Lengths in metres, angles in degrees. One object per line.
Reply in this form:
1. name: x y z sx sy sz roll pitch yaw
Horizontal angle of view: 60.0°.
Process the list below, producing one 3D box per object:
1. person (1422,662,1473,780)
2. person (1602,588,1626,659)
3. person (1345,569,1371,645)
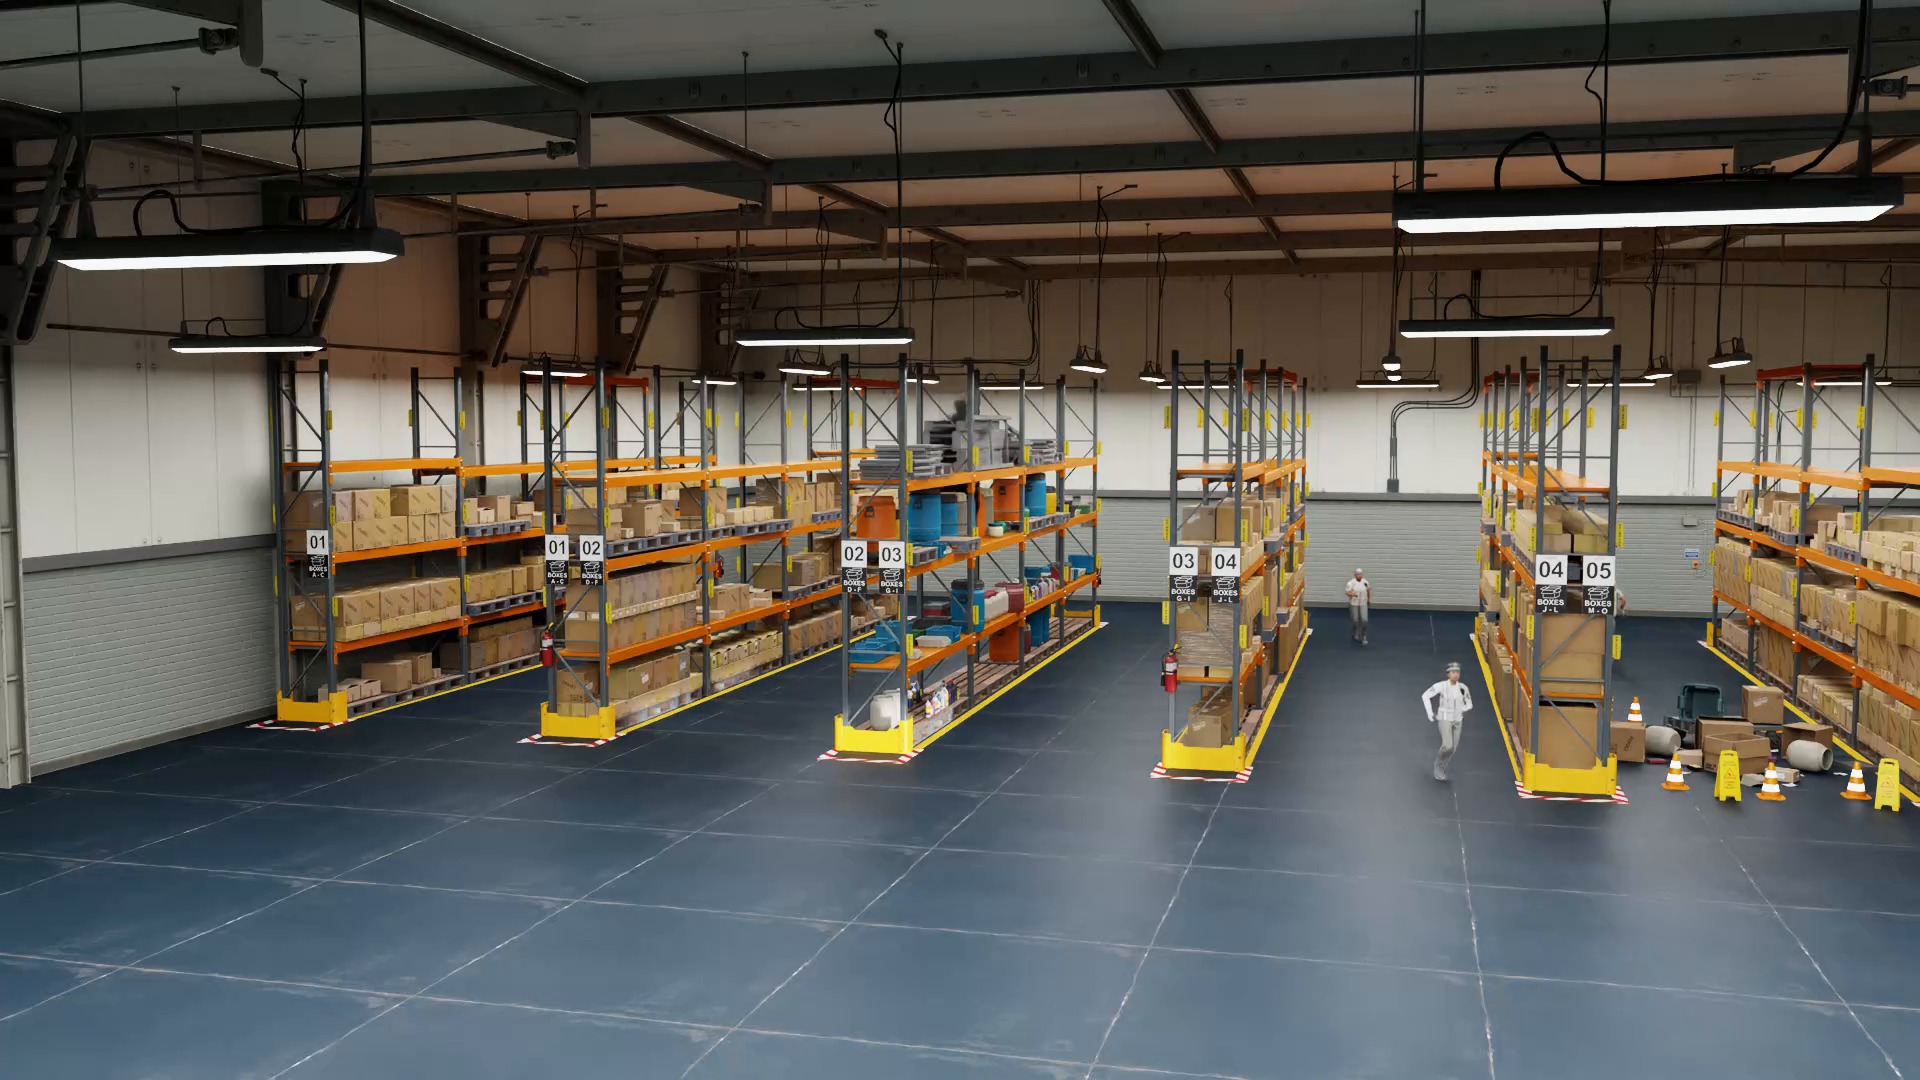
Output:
1. person: 6.794 2.510 23.032 0.606 1.650 0.567 -1 4 -11
2. person: 13.419 1.605 34.508 0.655 1.817 0.886 0 4 7
3. person: 8.950 1.497 37.398 0.593 1.715 0.727 1 4 8
